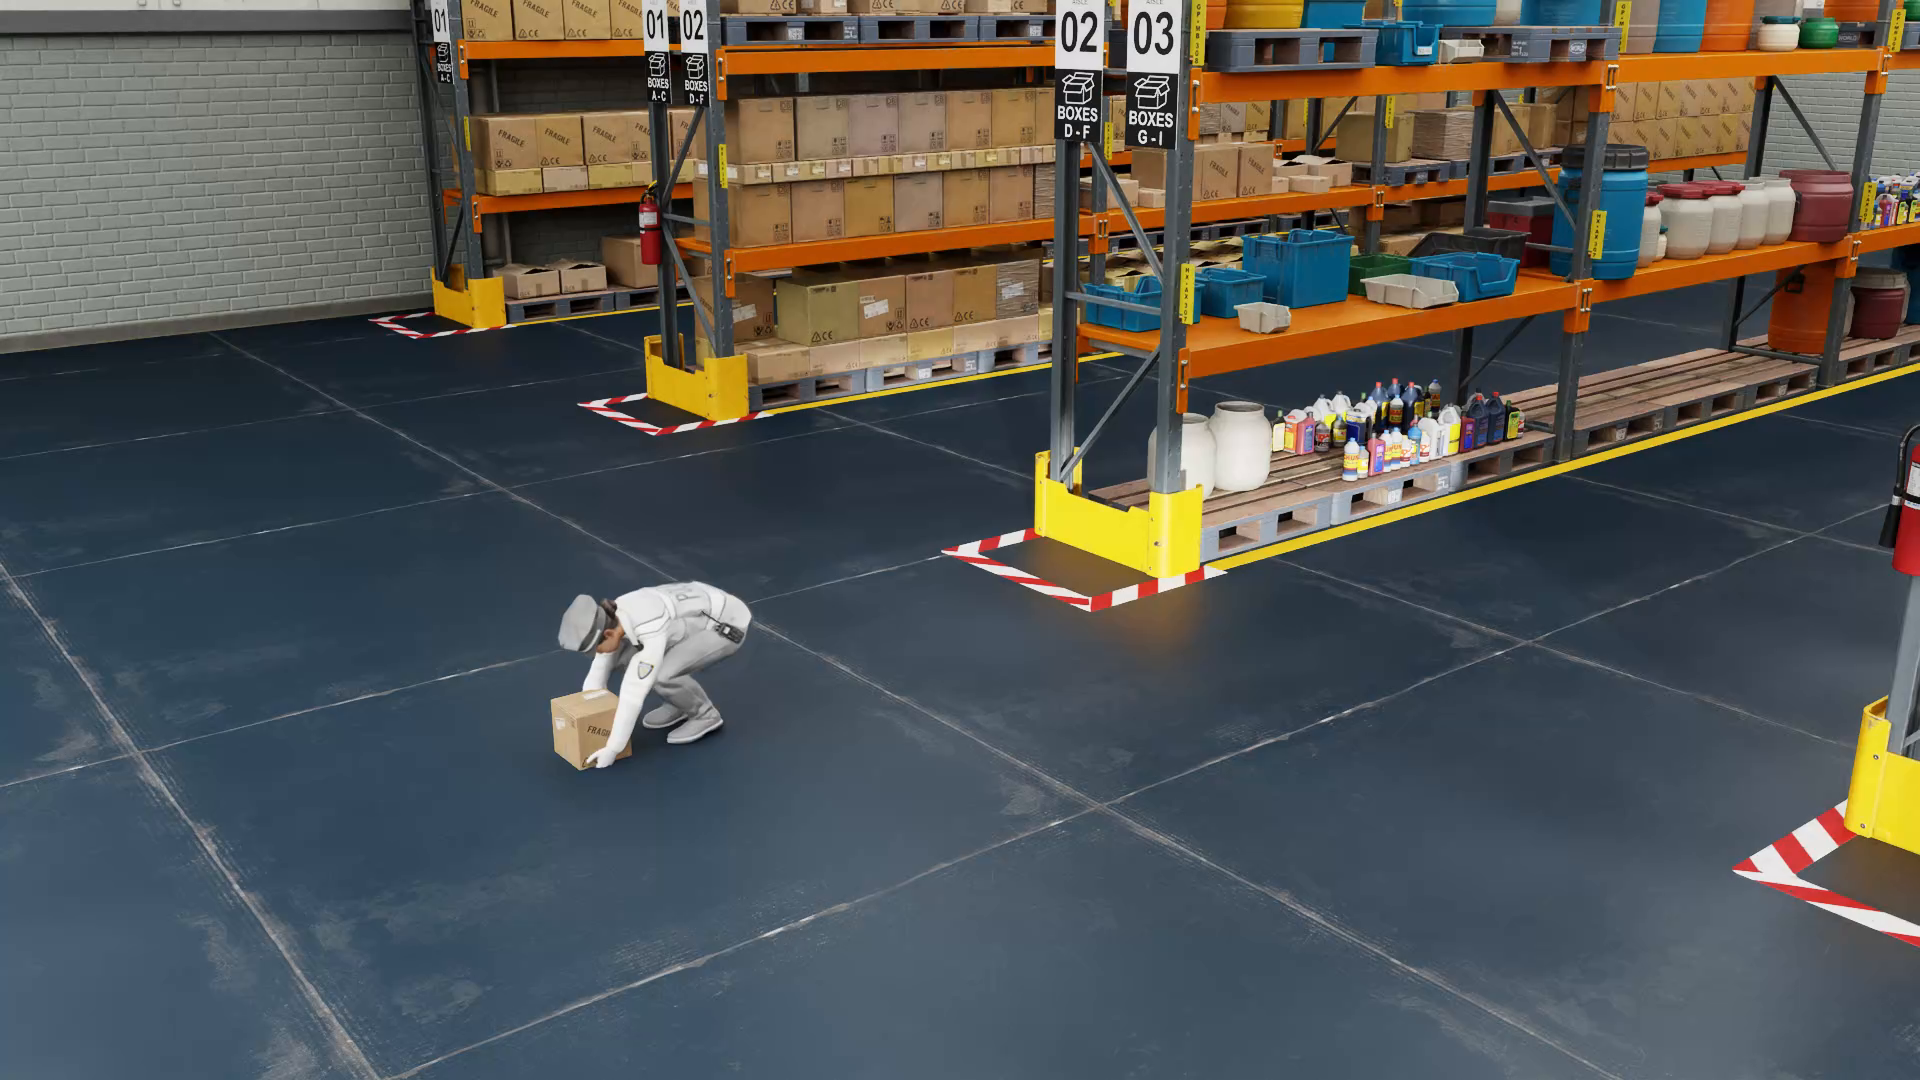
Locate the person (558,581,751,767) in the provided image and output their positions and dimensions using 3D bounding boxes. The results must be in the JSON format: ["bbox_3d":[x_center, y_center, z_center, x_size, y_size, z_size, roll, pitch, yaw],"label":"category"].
[{"bbox_3d":[-1.353,0.537,7.408,0.909,0.769,0.441,-14,23,-37],"label":"person"}]
